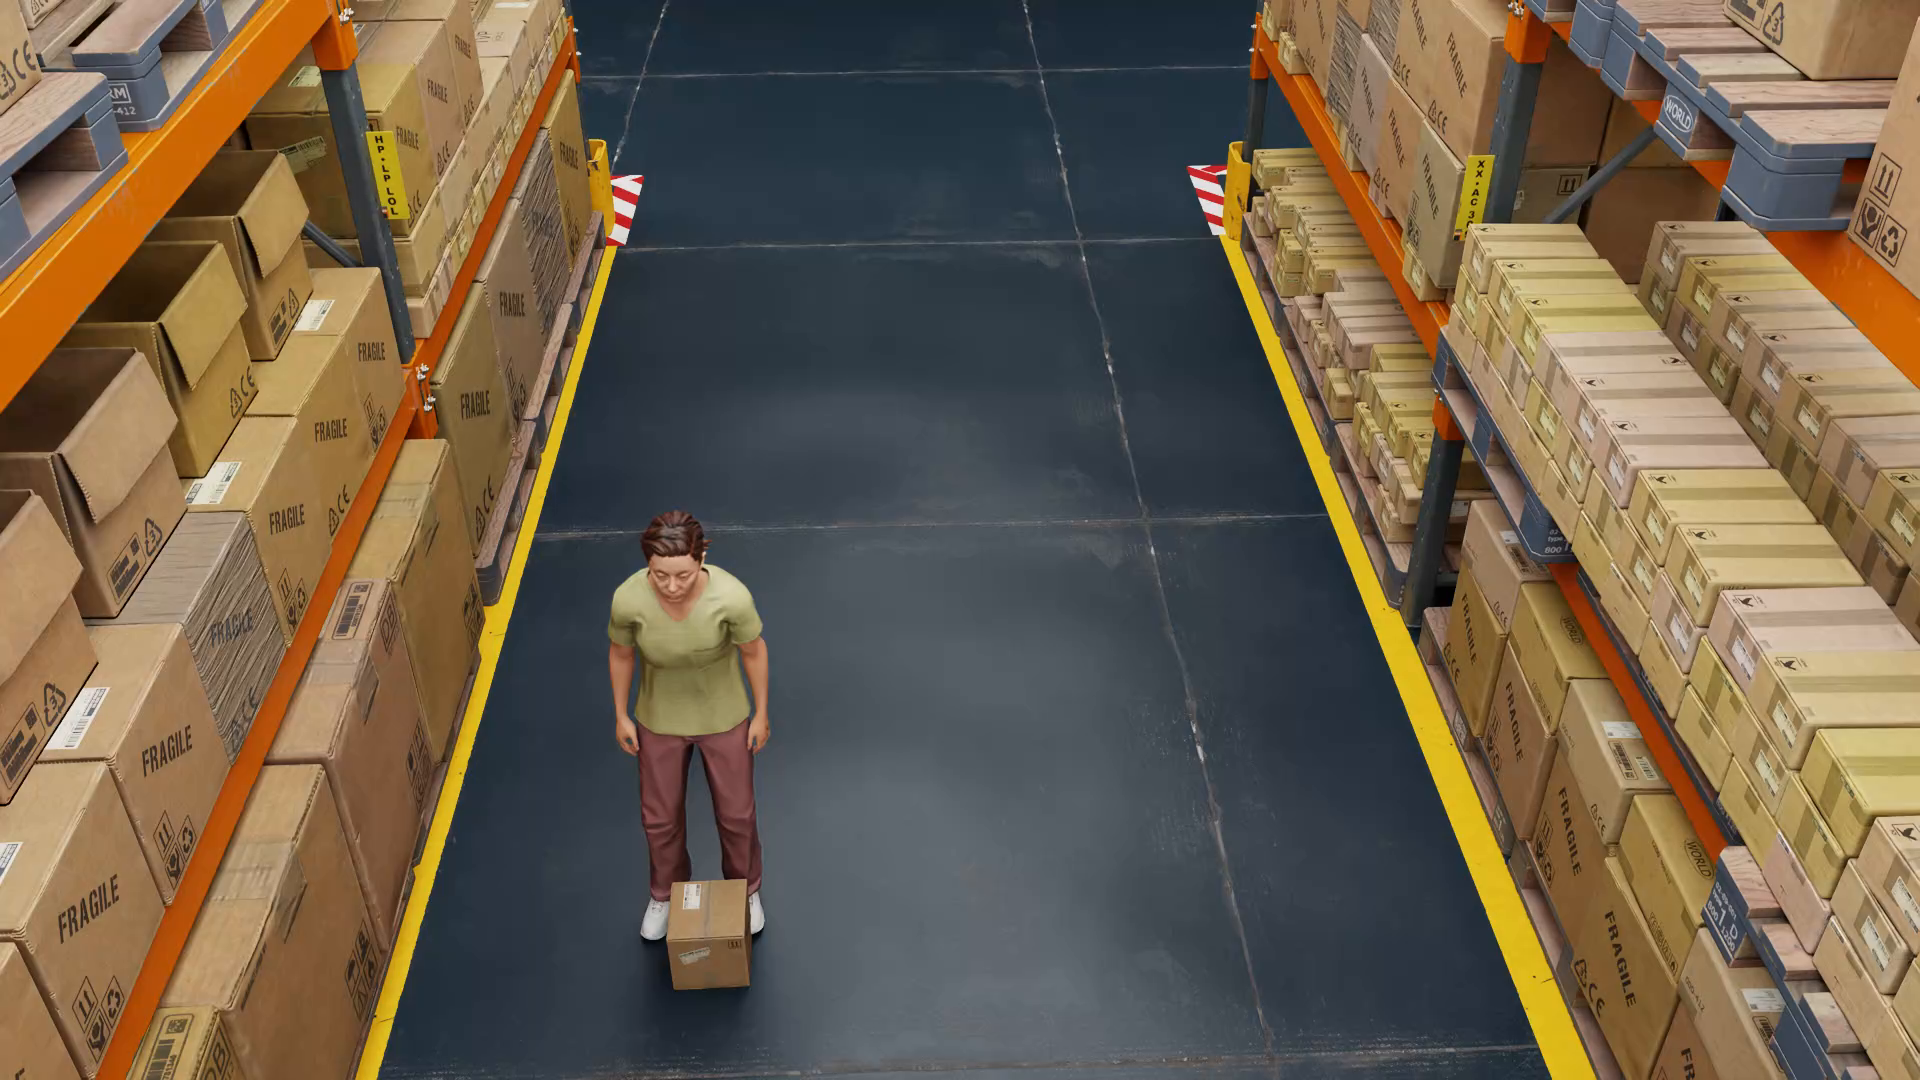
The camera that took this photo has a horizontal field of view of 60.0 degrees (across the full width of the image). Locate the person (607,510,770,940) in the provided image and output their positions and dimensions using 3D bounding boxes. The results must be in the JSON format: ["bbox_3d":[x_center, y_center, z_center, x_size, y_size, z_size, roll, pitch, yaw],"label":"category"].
[{"bbox_3d":[-0.852,0.589,5.317,0.499,1.673,0.357,-1,35,-2],"label":"person"}]
